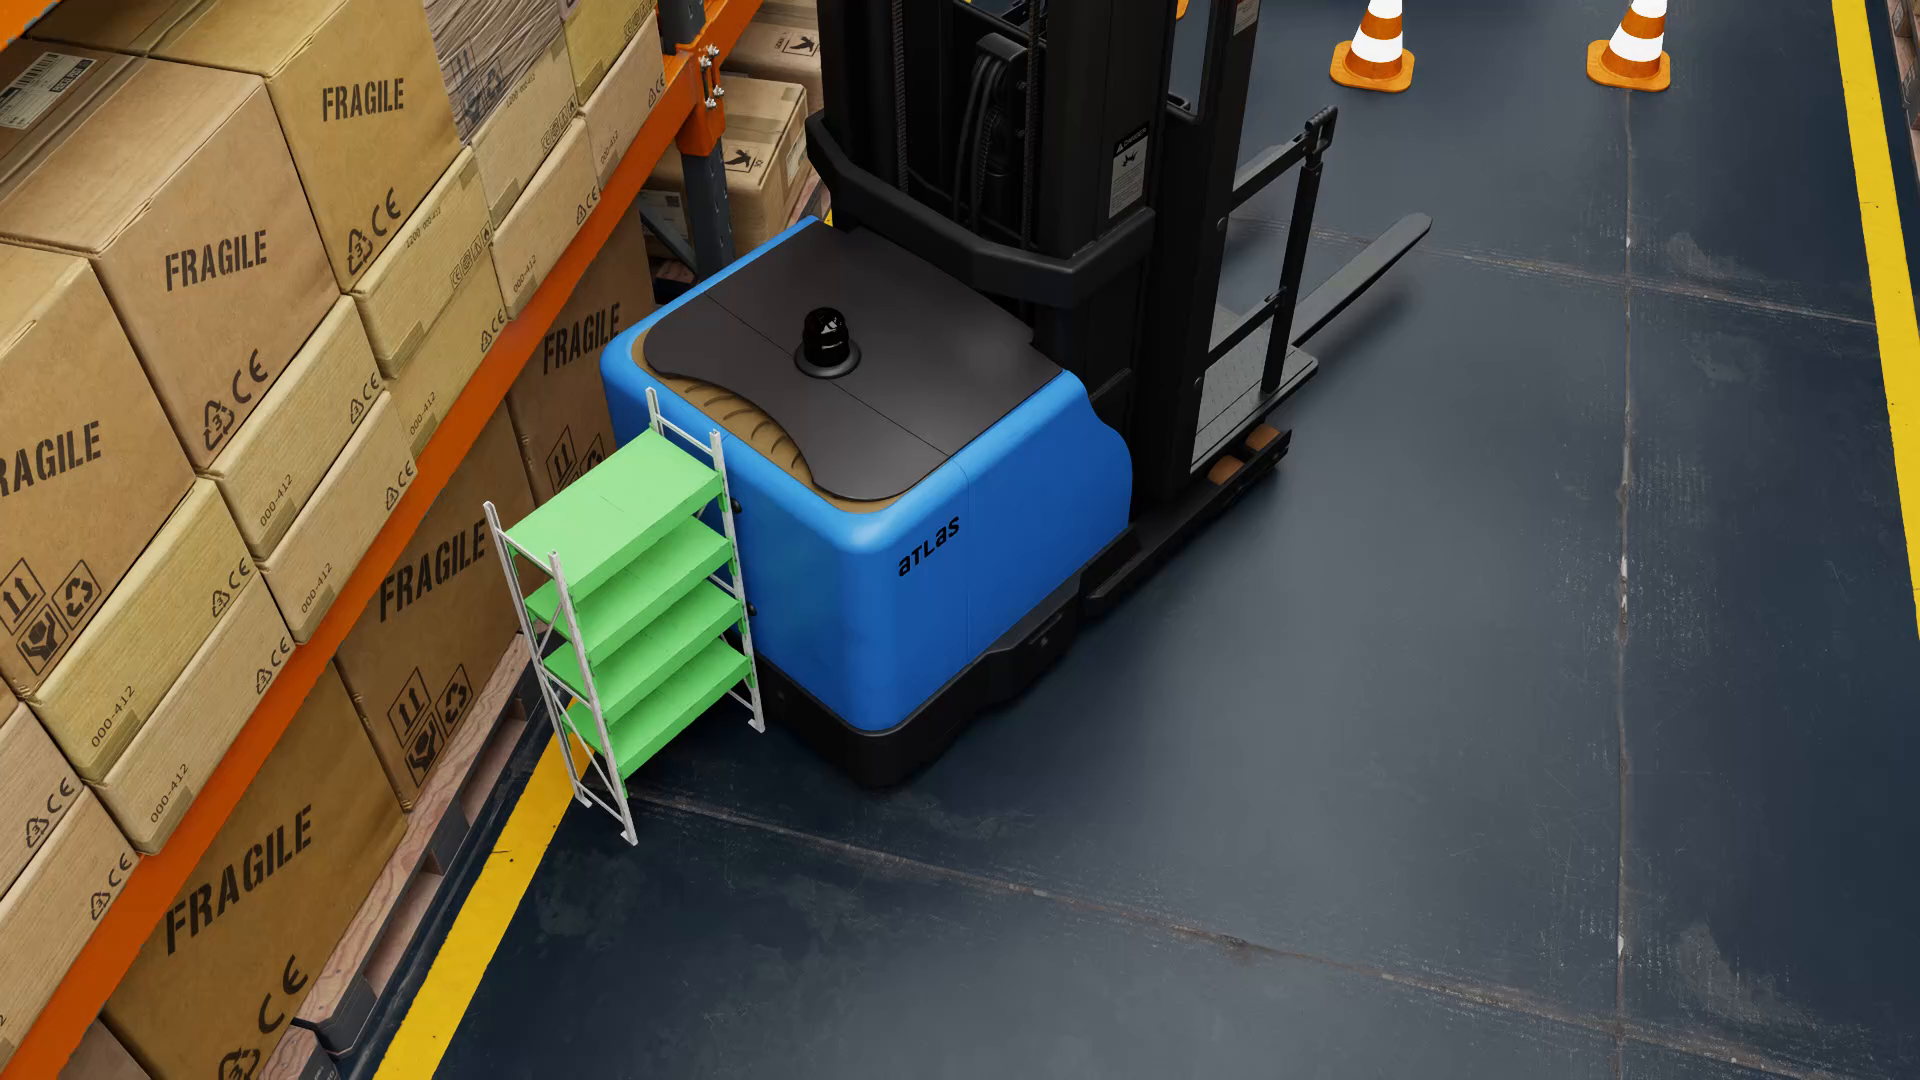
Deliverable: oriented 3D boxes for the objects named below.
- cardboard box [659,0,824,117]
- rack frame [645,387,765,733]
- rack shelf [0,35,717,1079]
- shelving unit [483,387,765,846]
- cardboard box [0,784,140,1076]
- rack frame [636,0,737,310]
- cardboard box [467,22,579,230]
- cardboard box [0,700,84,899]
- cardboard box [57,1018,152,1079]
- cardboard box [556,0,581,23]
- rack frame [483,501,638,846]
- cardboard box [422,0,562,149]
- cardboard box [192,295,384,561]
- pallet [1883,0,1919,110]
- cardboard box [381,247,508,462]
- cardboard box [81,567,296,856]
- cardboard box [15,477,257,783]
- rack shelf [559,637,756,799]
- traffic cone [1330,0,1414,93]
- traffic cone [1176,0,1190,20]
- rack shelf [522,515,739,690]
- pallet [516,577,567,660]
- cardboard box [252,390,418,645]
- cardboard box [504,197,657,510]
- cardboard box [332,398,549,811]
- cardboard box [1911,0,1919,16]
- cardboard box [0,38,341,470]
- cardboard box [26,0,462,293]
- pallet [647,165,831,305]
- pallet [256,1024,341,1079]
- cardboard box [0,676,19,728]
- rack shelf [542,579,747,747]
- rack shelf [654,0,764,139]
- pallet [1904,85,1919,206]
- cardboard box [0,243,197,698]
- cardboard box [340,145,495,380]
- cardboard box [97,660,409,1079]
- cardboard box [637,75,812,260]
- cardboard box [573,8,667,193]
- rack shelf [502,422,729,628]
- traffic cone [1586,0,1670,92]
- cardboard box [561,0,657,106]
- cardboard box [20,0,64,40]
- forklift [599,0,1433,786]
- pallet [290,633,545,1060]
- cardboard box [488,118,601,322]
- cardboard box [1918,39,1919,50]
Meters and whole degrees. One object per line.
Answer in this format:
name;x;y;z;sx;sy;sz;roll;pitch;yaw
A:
cardboard box;-0.885;-1.881;6.382;0.950;0.372;0.625;11;49;9
rack frame;-0.655;0.094;4.367;0.240;1.200;0.015;33;56;25
rack shelf;-1.757;0.015;3.716;1.077;0.370;4.000;12;50;10
shelving unit;-0.813;0.233;4.244;0.258;1.200;0.503;33;56;25
cardboard box;-1.778;0.633;2.791;0.500;0.250;0.500;10;49;9
rack frame;-1.230;-1.669;4.723;1.000;3.000;0.127;12;50;10
cardboard box;-1.244;-1.013;3.910;0.500;0.250;0.500;10;49;9
cardboard box;-1.785;0.463;2.607;0.500;0.250;0.500;12;50;11
cardboard box;-2.197;1.324;3.218;0.875;0.875;0.875;13;50;11
cardboard box;-1.114;-1.608;3.935;0.500;0.500;0.500;10;49;9
rack frame;-0.971;0.372;4.121;0.240;1.200;0.015;33;56;25
cardboard box;-1.241;-1.235;3.606;0.500;0.500;0.500;12;50;11
cardboard box;-1.495;-0.263;3.248;0.500;0.250;0.500;10;49;9
pallet;4.494;-2.163;7.018;1.003;0.211;1.213;12;50;10
cardboard box;-1.380;-0.469;3.763;0.500;0.250;0.500;11;50;10
cardboard box;-1.627;0.265;3.115;0.500;0.250;0.500;11;50;10
cardboard box;-1.626;0.103;2.925;0.500;0.250;0.500;12;50;11
rack shelf;-0.813;0.434;4.472;0.258;0.148;0.480;33;56;25
traffic cone;1.735;-2.143;6.833;0.336;0.463;0.334;12;50;10
traffic cone;0.847;-2.550;7.192;0.336;0.463;0.334;12;50;10
rack shelf;-0.813;0.116;4.112;0.258;0.148;0.480;33;56;25
pallet;-1.510;-0.191;5.278;1.003;0.211;1.213;12;50;10
cardboard box;-1.487;-0.095;3.433;0.500;0.250;0.500;11;49;9
cardboard box;-1.492;-0.622;4.935;0.875;0.875;0.875;11;50;10
cardboard box;-1.731;0.022;4.367;0.875;0.875;0.875;12;50;10
cardboard box;4.548;-2.587;6.753;1.050;0.750;0.750;11;50;10
cardboard box;-1.518;-0.512;2.968;0.500;0.500;0.500;11;49;9
cardboard box;-1.378;-0.877;3.290;0.500;0.500;0.500;12;50;10
pallet;-1.023;-1.312;6.267;1.003;0.211;1.213;12;50;10
pallet;-2.153;1.574;3.720;1.003;0.211;1.213;12;50;10
cardboard box;-1.783;0.225;2.317;0.500;0.500;0.500;11;50;10
rack shelf;-0.813;0.275;4.292;0.258;0.148;0.480;33;56;25
rack shelf;-0.704;-2.878;6.269;1.077;0.370;4.000;12;50;10
pallet;4.175;-1.278;6.237;1.003;0.211;1.213;12;50;10
cardboard box;-1.648;-0.137;2.637;0.500;0.500;0.500;10;49;9
cardboard box;-1.359;-0.639;3.580;0.500;0.250;0.500;10;49;9
cardboard box;-1.967;0.669;3.796;0.875;0.875;0.875;13;50;11
cardboard box;-1.072;-1.345;5.909;0.950;0.372;0.625;9;49;7
cardboard box;-1.113;-1.203;4.411;0.500;0.250;0.500;10;49;9
rack shelf;-0.813;-0.042;3.932;0.258;0.148;0.480;33;56;25
traffic cone;2.815;-2.147;6.837;0.336;0.463;0.334;12;50;10
cardboard box;-1.112;-1.385;4.238;0.500;0.250;0.500;11;50;10
cardboard box;-1.868;-0.993;3.392;0.500;0.500;0.500;13;50;11
forklift;0.425;-1.313;4.454;1.130;2.935;3.031;35;57;27
pallet;-1.833;0.688;4.502;1.003;0.211;1.213;12;50;10
cardboard box;-1.232;-0.830;4.082;0.500;0.250;0.500;12;50;11
cardboard box;4.291;-1.890;6.138;1.050;0.750;0.750;12;50;10
